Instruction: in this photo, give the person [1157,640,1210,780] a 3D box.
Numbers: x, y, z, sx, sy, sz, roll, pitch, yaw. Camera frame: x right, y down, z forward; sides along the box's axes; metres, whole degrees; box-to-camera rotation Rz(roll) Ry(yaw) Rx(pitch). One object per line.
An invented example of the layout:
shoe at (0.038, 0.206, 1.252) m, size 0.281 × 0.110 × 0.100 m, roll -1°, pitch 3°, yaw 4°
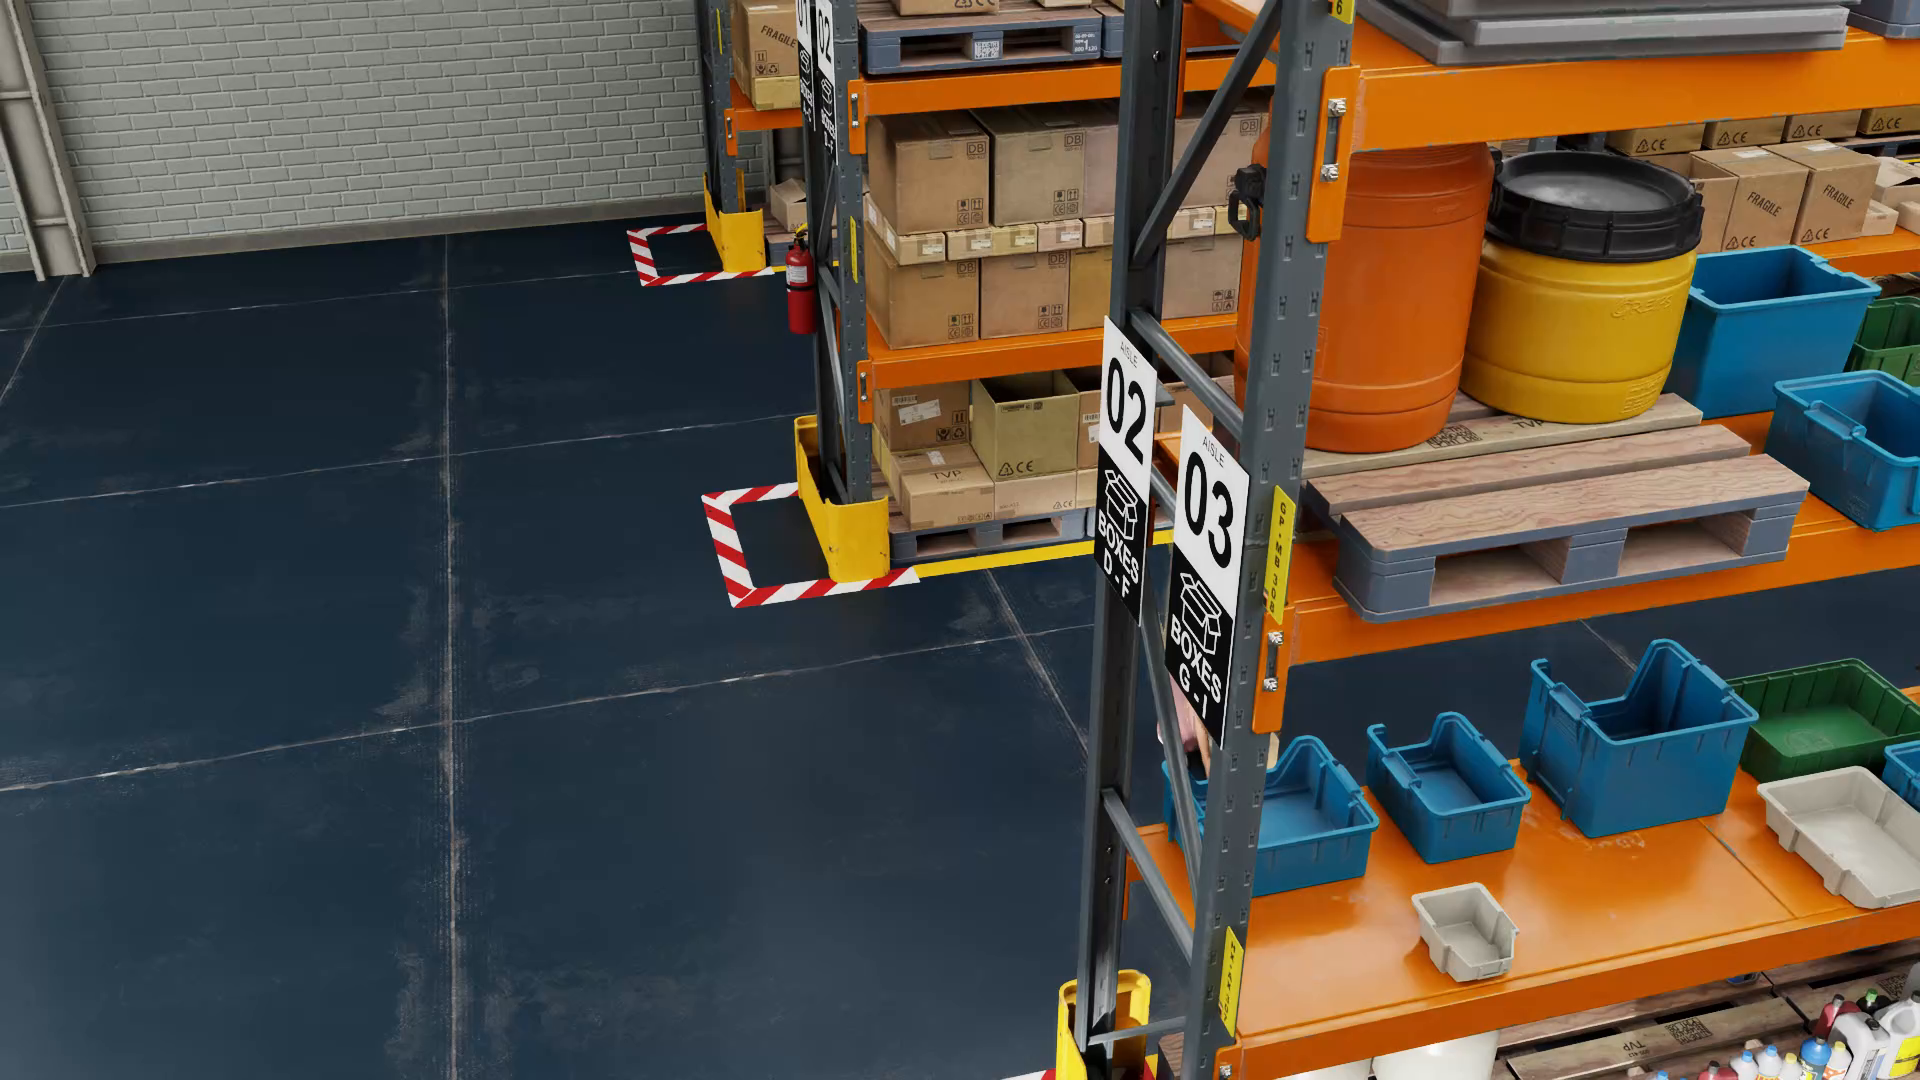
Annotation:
person at (1.205, 0.687, 7.798) m, size 0.469 × 0.943 × 0.807 m, roll -8°, pitch 31°, yaw -14°
